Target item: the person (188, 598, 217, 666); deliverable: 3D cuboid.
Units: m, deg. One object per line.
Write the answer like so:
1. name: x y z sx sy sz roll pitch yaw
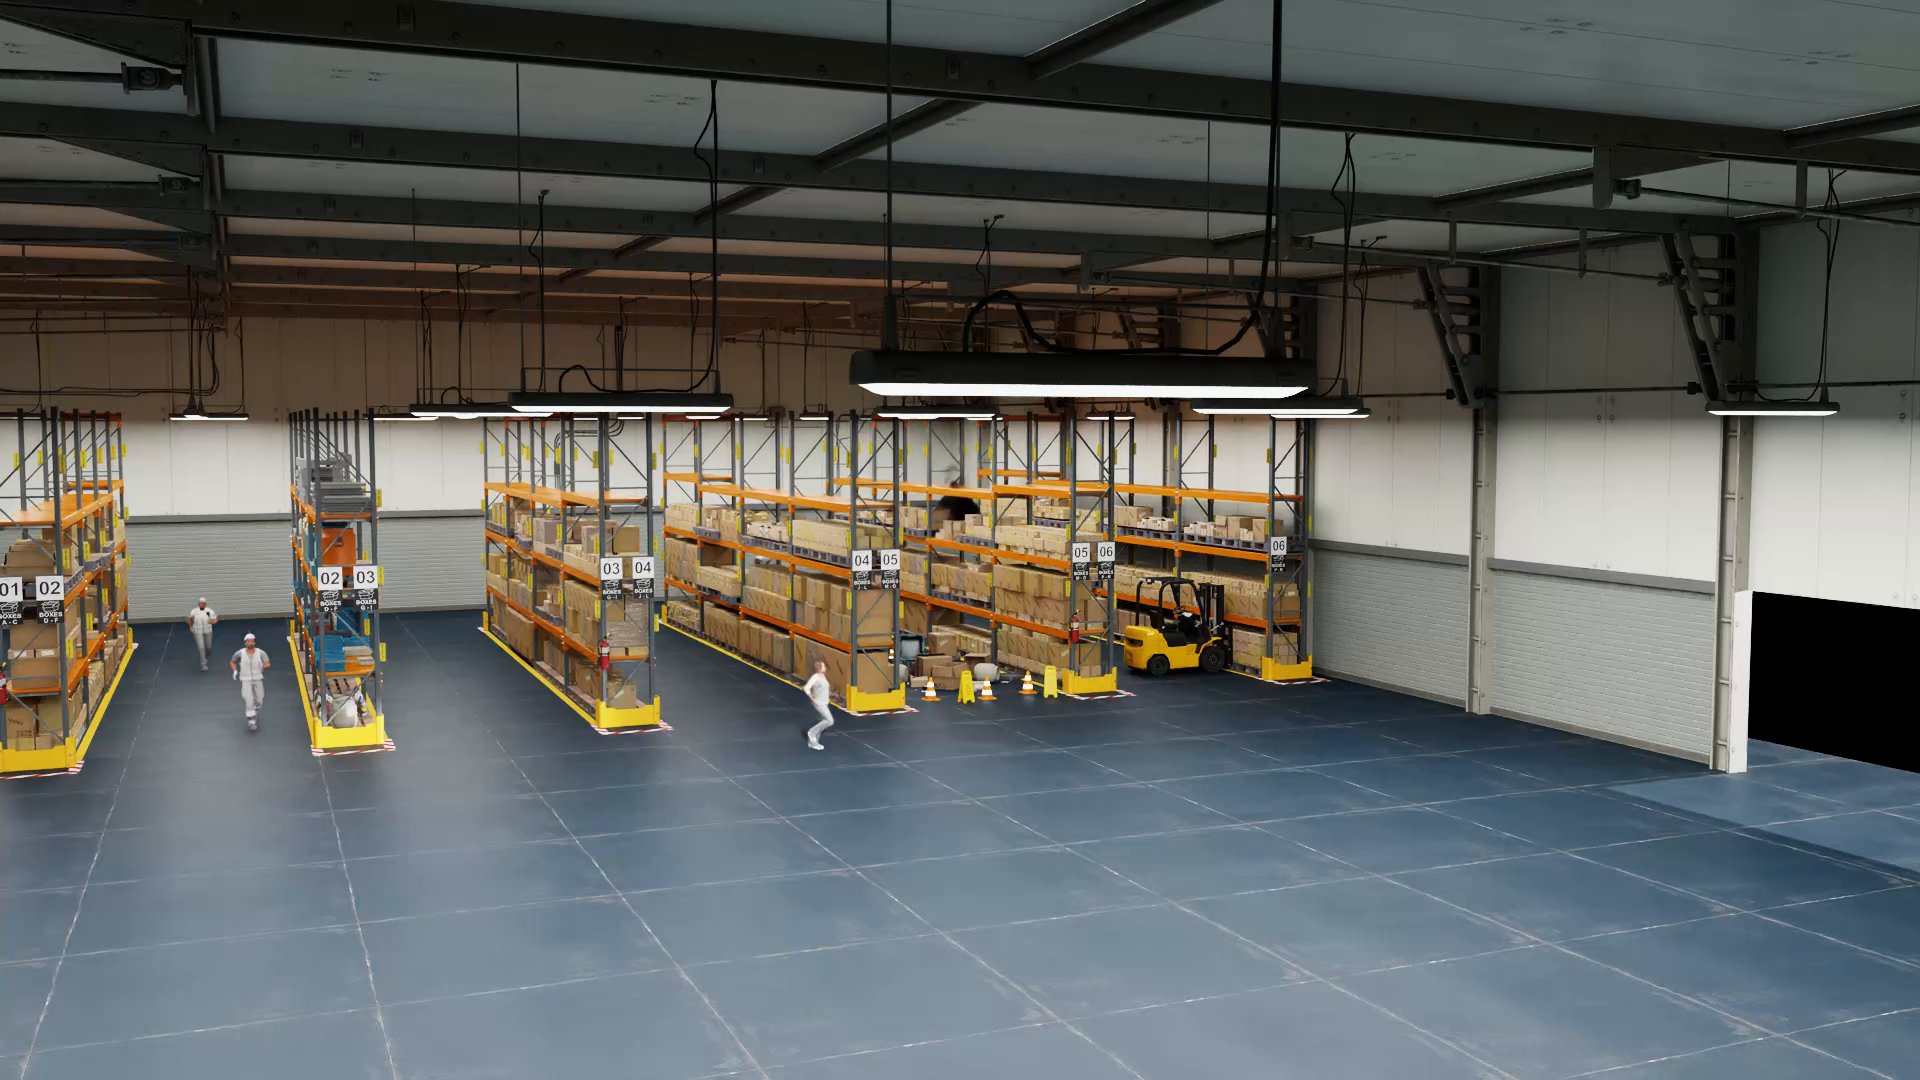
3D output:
1. person: -17.642 2.133 38.756 0.607 1.588 0.792 -2 5 -32

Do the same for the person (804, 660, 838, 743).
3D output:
1. person: -2.419 2.854 29.203 0.544 1.472 0.528 1 4 13

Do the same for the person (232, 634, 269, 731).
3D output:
1. person: -13.281 2.642 31.166 0.642 1.768 0.967 -2 5 -32

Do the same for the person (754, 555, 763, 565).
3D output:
1. person: -6.178 1.318 50.381 0.591 1.737 0.665 -1 4 -20
